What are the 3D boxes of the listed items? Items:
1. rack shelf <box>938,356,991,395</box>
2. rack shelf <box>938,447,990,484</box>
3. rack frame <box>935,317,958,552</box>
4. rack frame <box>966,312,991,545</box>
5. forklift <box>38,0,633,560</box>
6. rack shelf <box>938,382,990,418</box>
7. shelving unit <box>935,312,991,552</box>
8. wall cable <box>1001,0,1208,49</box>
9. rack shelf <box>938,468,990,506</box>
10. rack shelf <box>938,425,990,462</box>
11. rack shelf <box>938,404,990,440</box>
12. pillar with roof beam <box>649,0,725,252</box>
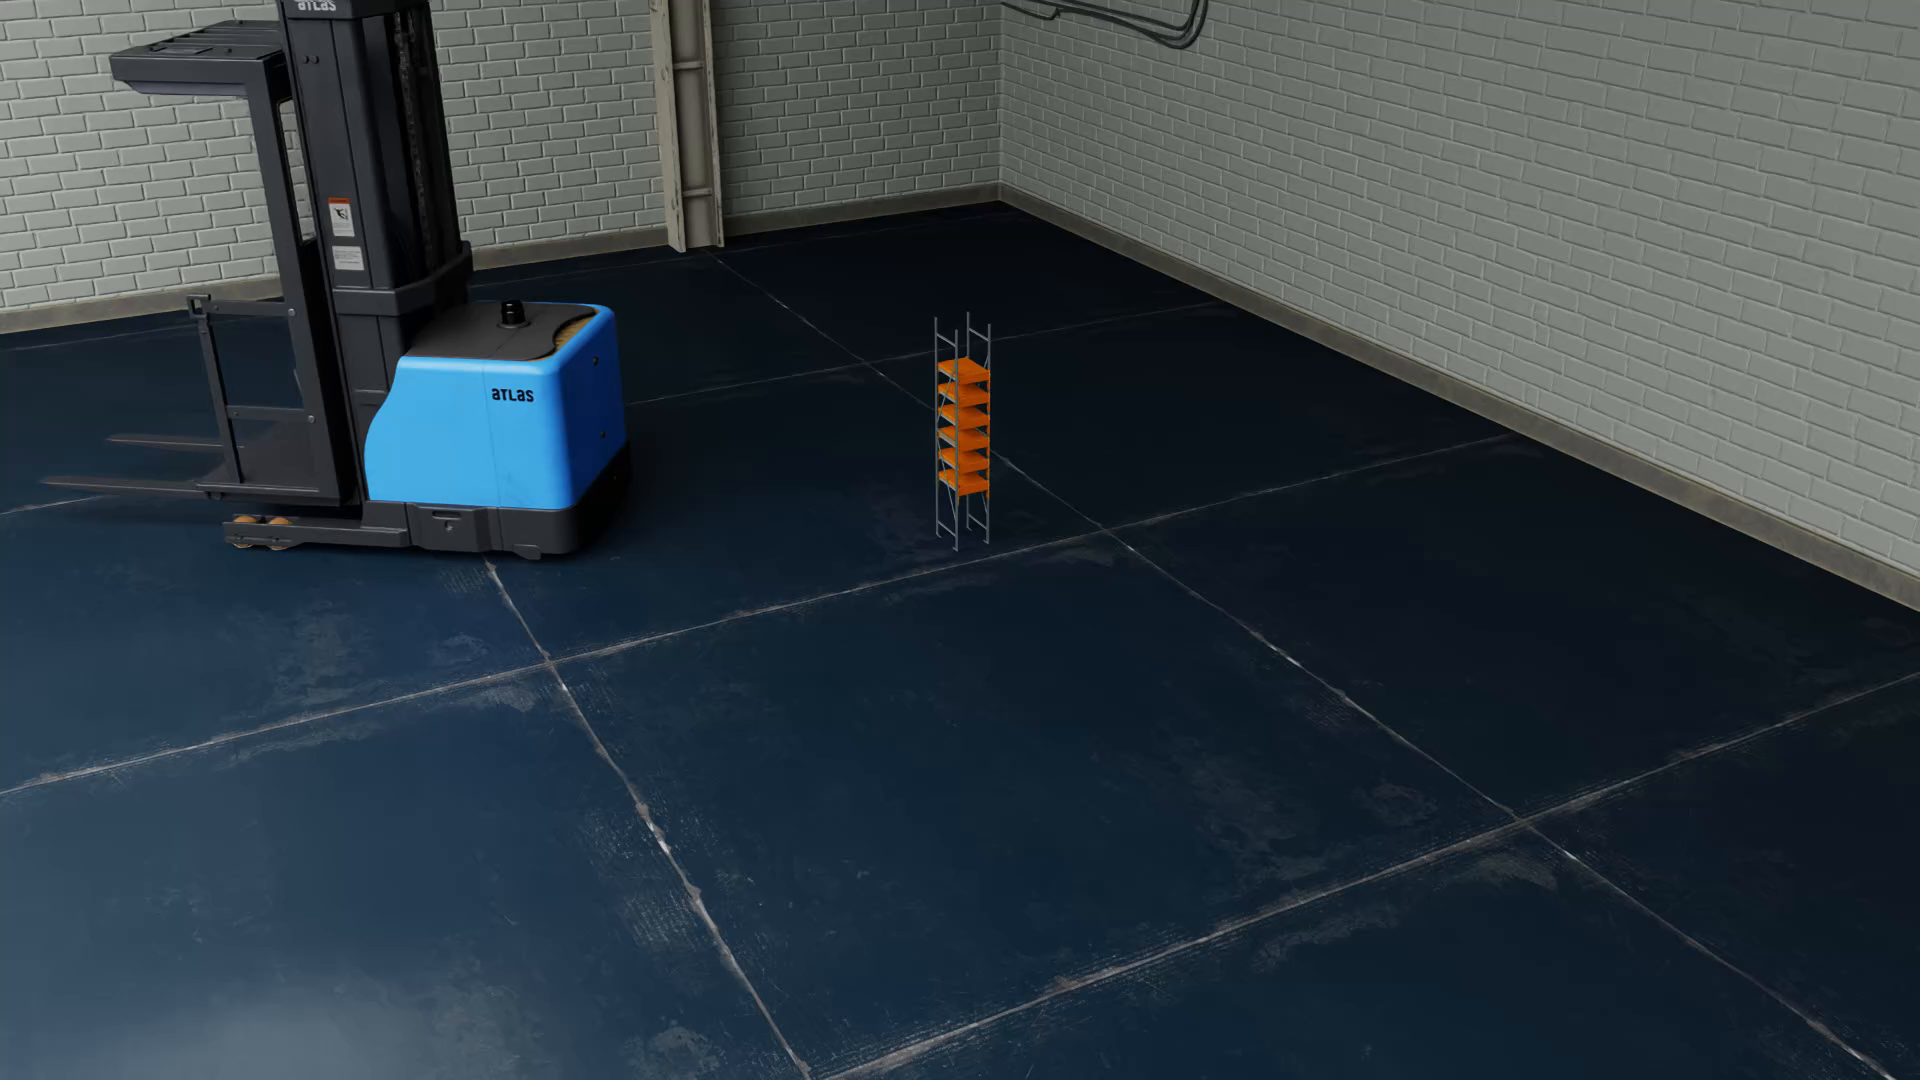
[{"bbox_3d":[0.013,-0.828,8.360,0.180,0.103,0.258,-13,29,-25],"label":"rack shelf"},{"bbox_3d":[0.013,-0.396,8.568,0.180,0.103,0.258,-13,29,-25],"label":"rack shelf"},{"bbox_3d":[-0.068,-0.525,8.458,0.006,1.200,0.240,-13,29,-25],"label":"rack frame"},{"bbox_3d":[0.094,-0.562,8.535,0.006,1.200,0.240,-13,29,-25],"label":"rack frame"},{"bbox_3d":[-3.383,-1.489,8.465,3.031,2.935,1.130,3,26,7],"label":"forklift"},{"bbox_3d":[0.013,-0.720,8.412,0.180,0.103,0.258,-13,29,-25],"label":"rack shelf"},{"bbox_3d":[0.013,-0.544,8.496,0.189,1.200,0.258,-13,29,-25],"label":"shelving unit"},{"bbox_3d":[1.021,-5.215,12.803,0.112,2.526,3.097,-13,29,-25],"label":"wall cable"},{"bbox_3d":[0.013,-0.287,8.620,0.180,0.103,0.258,-13,29,-25],"label":"rack shelf"},{"bbox_3d":[0.013,-0.504,8.516,0.180,0.103,0.258,-13,29,-25],"label":"rack shelf"},{"bbox_3d":[0.013,-0.612,8.464,0.180,0.103,0.258,-13,29,-25],"label":"rack shelf"},{"bbox_3d":[-0.175,-4.876,8.509,0.400,9.000,9.100,-13,29,-25],"label":"pillar with roof beam"}]
